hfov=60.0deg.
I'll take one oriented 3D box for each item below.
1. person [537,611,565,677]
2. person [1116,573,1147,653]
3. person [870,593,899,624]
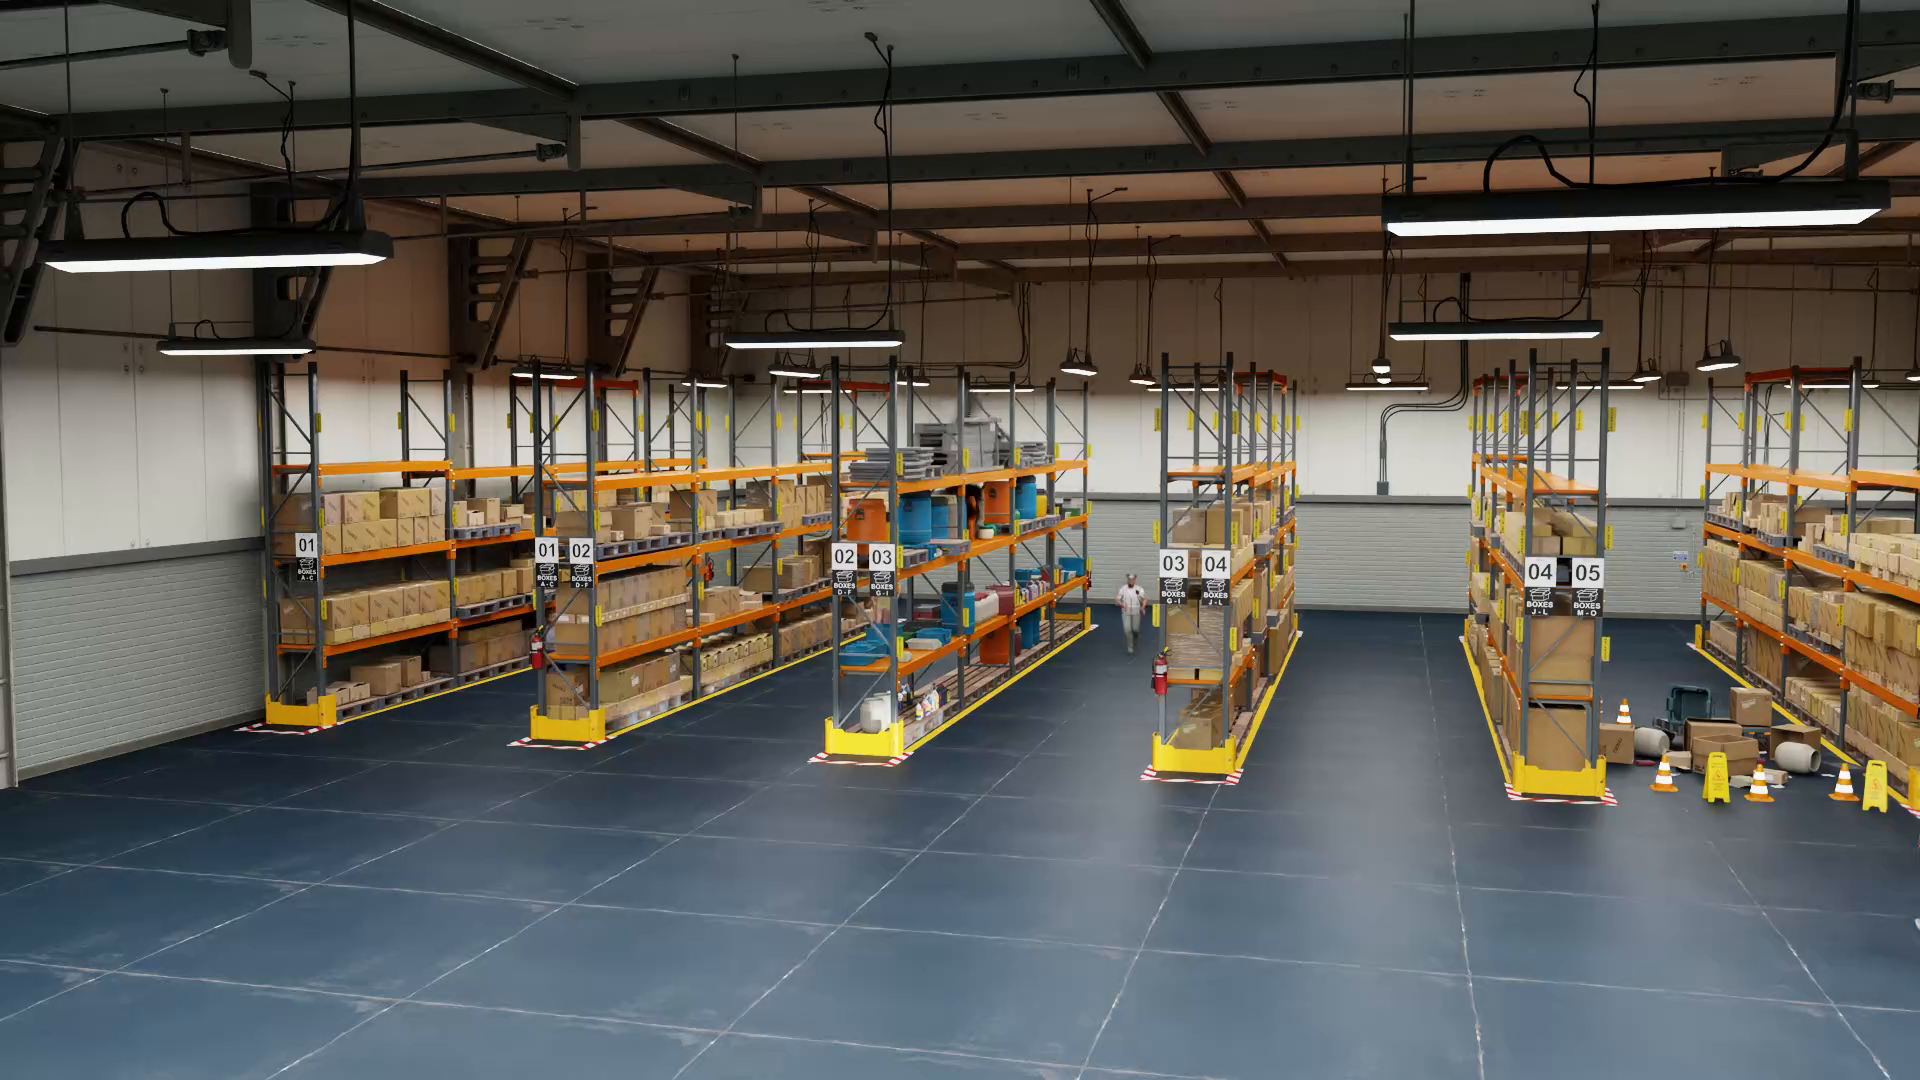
[{"bbox_3d":[-7.244,2.111,29.570,0.575,1.689,0.711,1,4,9],"label":"person"},{"bbox_3d":[3.751,1.585,36.370,0.664,1.742,0.599,0,4,7],"label":"person"},{"bbox_3d":[-1.623,1.454,35.433,0.610,1.613,0.532,1,4,11],"label":"person"}]
